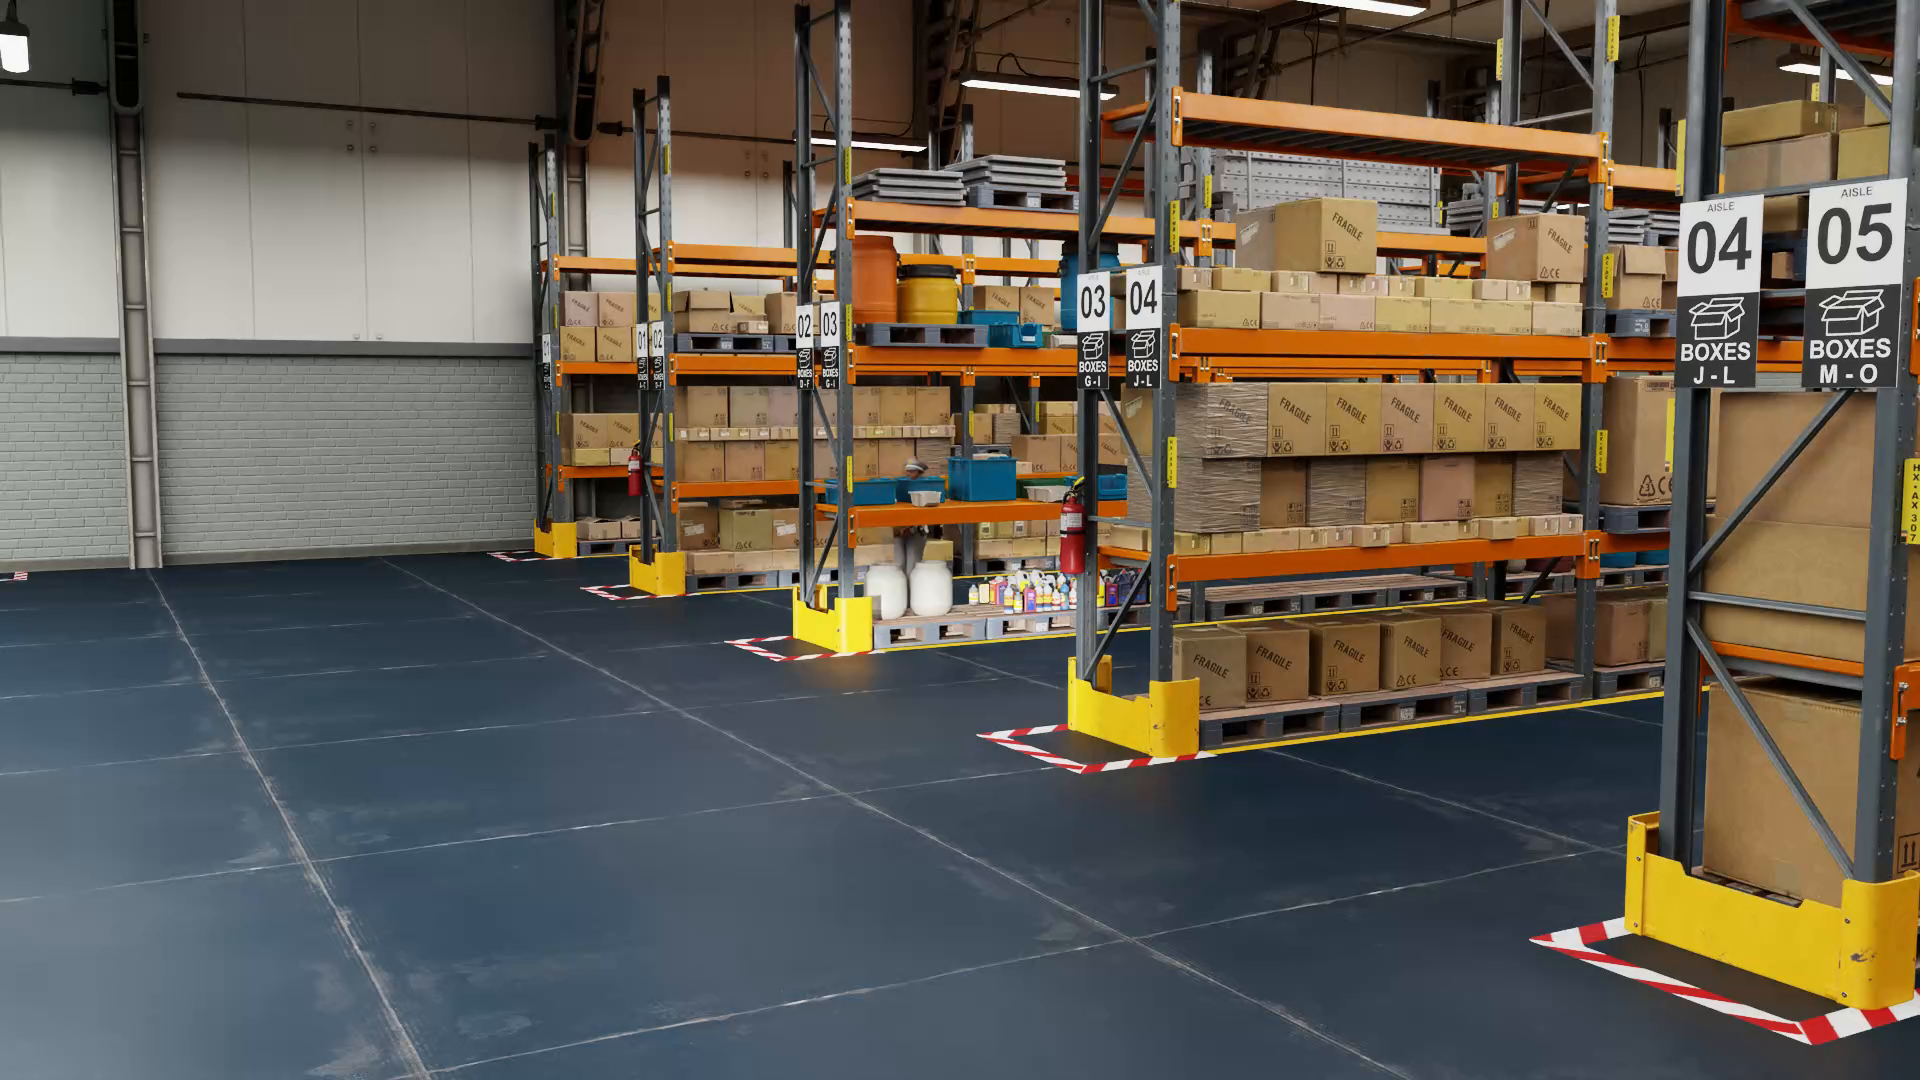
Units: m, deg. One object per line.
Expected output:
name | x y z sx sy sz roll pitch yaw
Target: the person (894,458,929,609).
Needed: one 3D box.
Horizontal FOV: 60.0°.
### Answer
person | -0.580 -0.027 17.666 0.451 1.687 0.537 5 7 44
